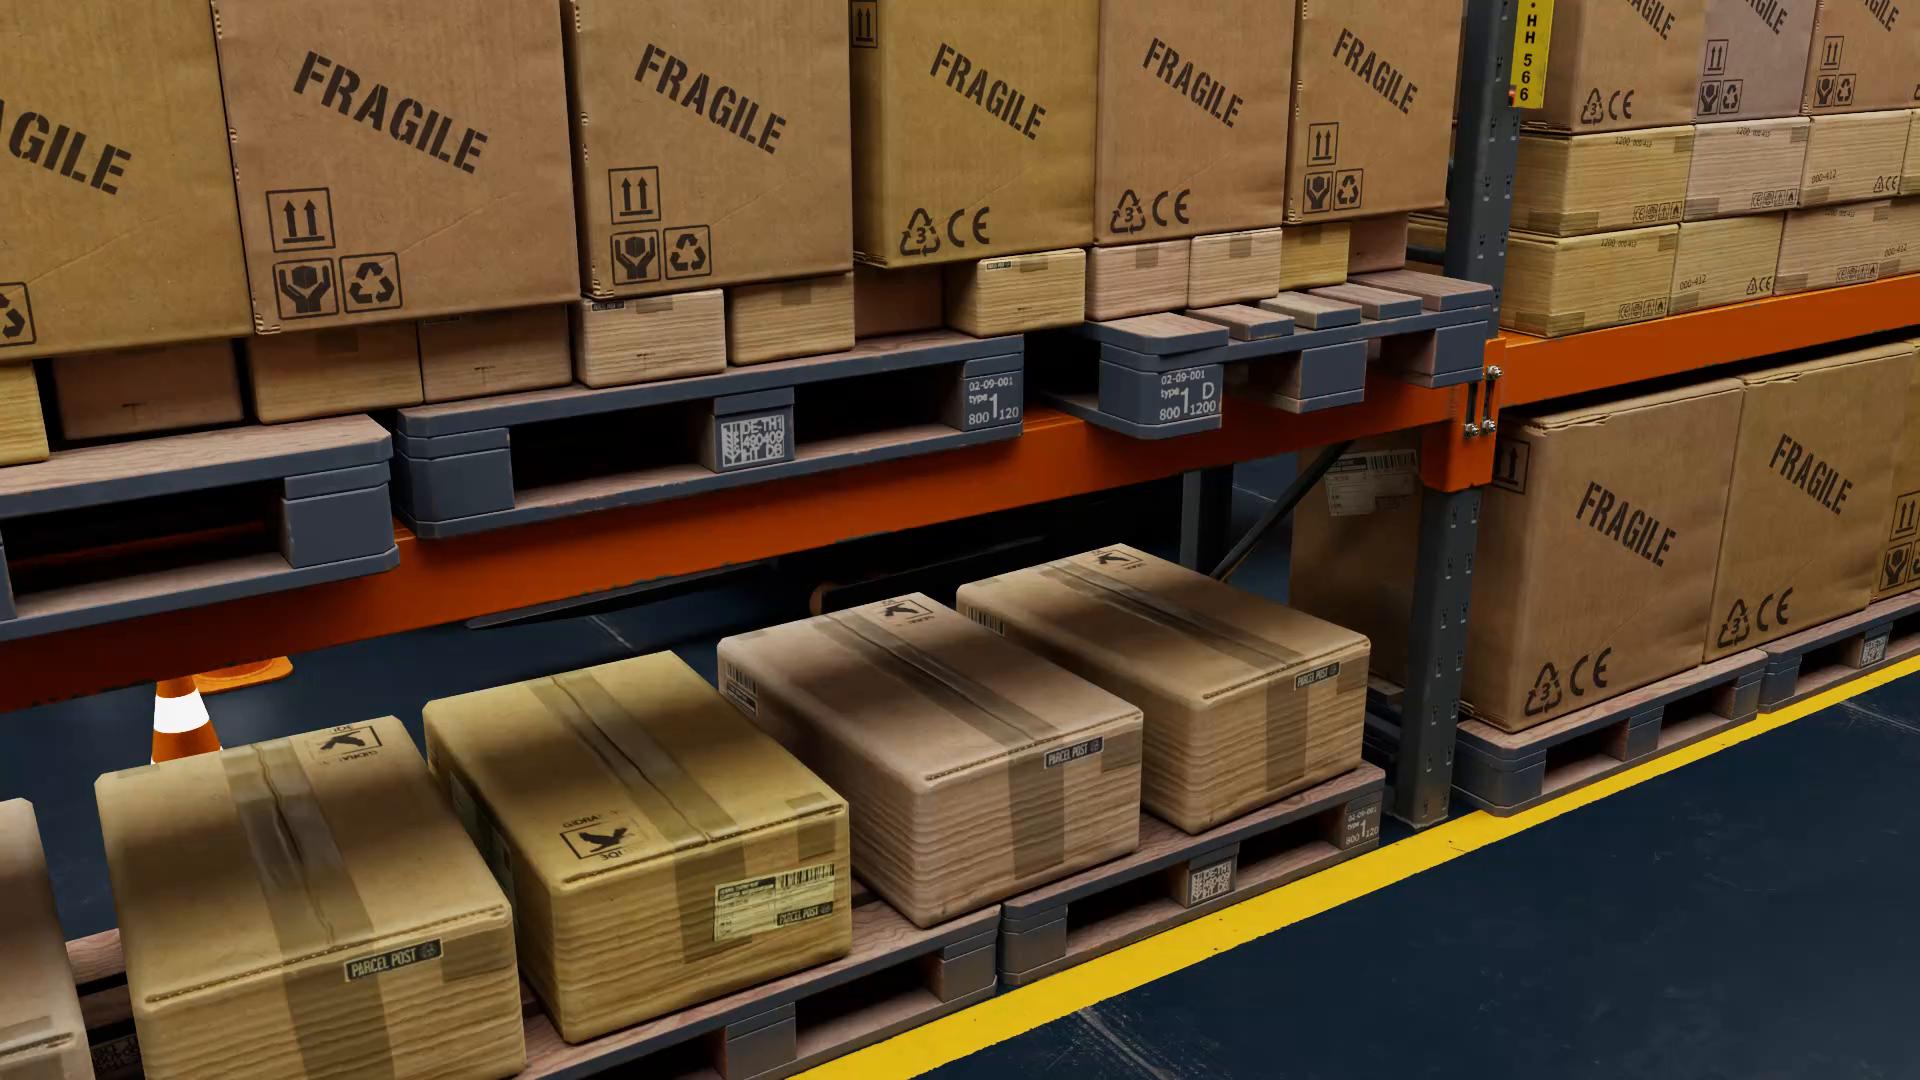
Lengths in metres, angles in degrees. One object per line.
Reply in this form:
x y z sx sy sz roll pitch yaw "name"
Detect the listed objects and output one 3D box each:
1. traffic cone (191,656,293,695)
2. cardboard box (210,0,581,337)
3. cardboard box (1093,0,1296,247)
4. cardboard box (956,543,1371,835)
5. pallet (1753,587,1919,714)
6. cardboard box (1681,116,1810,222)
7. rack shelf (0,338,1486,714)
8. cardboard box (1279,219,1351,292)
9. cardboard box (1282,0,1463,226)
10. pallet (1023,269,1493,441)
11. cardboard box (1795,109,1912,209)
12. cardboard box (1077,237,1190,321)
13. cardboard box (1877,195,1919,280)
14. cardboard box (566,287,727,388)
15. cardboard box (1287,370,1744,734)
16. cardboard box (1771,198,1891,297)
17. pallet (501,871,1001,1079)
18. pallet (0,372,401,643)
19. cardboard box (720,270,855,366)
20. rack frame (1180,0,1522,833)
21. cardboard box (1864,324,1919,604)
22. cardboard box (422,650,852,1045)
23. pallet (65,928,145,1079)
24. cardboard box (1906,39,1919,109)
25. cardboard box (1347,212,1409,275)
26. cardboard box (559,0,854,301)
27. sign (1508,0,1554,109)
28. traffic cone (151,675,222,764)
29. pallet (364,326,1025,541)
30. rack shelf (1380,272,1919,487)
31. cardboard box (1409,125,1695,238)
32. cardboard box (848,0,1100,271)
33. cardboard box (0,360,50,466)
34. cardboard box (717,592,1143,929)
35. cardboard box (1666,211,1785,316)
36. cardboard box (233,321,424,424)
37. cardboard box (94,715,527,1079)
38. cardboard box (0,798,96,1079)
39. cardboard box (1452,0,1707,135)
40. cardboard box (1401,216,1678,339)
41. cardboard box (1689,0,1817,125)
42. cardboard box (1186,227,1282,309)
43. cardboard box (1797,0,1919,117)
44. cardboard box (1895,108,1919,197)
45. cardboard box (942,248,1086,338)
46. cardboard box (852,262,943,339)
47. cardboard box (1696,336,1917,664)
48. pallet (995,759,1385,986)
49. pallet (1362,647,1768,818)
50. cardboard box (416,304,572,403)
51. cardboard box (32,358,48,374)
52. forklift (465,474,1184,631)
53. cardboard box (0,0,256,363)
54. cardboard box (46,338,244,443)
-2.390 0.211 5.397 0.334 0.463 0.336 -12 22 -31 "traffic cone"
-0.960 -0.644 2.689 0.500 0.500 0.500 -12 22 -32 "cardboard box"
0.341 -0.922 3.513 0.500 0.500 0.500 -12 22 -32 "cardboard box"
0.516 0.359 4.446 0.625 0.372 0.950 -14 23 -35 "cardboard box"
2.711 0.205 5.808 1.213 0.211 1.003 -12 22 -31 "pallet"
1.984 -1.063 4.660 0.500 0.250 0.500 -11 22 -30 "cardboard box"
-0.677 -0.090 3.452 4.000 0.370 1.077 -12 22 -31 "rack shelf"
0.665 -0.676 3.798 0.250 0.149 0.380 -12 22 -31 "cardboard box"
0.766 -1.016 3.791 0.500 0.500 0.500 -13 22 -33 "cardboard box"
0.457 -0.539 3.954 1.003 0.211 1.213 -12 22 -31 "pallet"
2.408 -1.148 4.910 0.500 0.250 0.500 -12 22 -32 "cardboard box"
0.264 -0.578 3.506 0.250 0.149 0.380 -13 23 -34 "cardboard box"
2.811 -1.005 5.269 0.500 0.250 0.500 -12 22 -31 "cardboard box"
-0.608 -0.394 2.963 0.250 0.149 0.380 -11 22 -29 "cardboard box"
1.616 -0.075 4.946 0.875 0.875 0.875 -12 22 -32 "cardboard box"
2.401 -0.917 5.009 0.500 0.250 0.500 -11 22 -30 "cardboard box"
-0.678 0.888 3.788 1.213 0.211 1.003 -12 22 -31 "pallet"
-1.629 -0.084 2.609 1.213 0.211 1.003 -12 22 -31 "pallet"
-0.402 -0.449 3.125 0.250 0.149 0.380 -13 22 -33 "cardboard box"
0.993 -0.784 4.379 0.127 3.000 1.000 -12 22 -31 "rack frame"
3.110 -0.389 5.873 0.875 0.875 0.875 -11 22 -30 "cardboard box"
-0.733 0.623 3.665 0.625 0.372 0.950 -11 22 -30 "cardboard box"
-1.698 1.104 3.148 1.213 0.211 1.003 -12 22 -31 "pallet"
2.812 -1.591 5.050 0.500 0.500 0.500 -12 22 -31 "cardboard box"
0.849 -0.743 3.995 0.250 0.149 0.380 -11 22 -29 "cardboard box"
-0.537 -0.737 2.966 0.500 0.500 0.500 -13 23 -34 "cardboard box"
1.300 -1.151 3.782 0.005 0.325 0.100 -12 22 -31 "sign"
-2.082 0.530 4.455 0.334 0.463 0.336 -12 22 -31 "traffic cone"
-0.638 -0.333 3.346 1.213 0.211 1.003 -12 22 -31 "pallet"
2.664 -0.795 5.536 4.000 0.370 1.077 -12 22 -31 "rack shelf"
1.552 -0.973 4.391 0.500 0.250 0.500 -12 22 -32 "cardboard box"
-0.080 -0.833 3.249 0.500 0.500 0.500 -14 23 -35 "cardboard box"
-1.499 -0.213 2.429 0.250 0.149 0.380 -11 22 -30 "cardboard box"
-0.096 0.491 4.055 0.625 0.372 0.950 -12 22 -32 "cardboard box"
1.959 -0.827 4.740 0.500 0.250 0.500 -13 22 -33 "cardboard box"
-1.066 -0.318 2.738 0.250 0.149 0.380 -12 22 -31 "cardboard box"
-1.312 0.746 3.301 0.625 0.372 0.950 -10 21 -28 "cardboard box"
-1.911 0.874 2.924 0.625 0.372 0.950 -12 22 -31 "cardboard box"
1.540 -1.326 4.266 0.500 0.500 0.500 -13 22 -33 "cardboard box"
1.540 -0.731 4.459 0.500 0.250 0.500 -12 22 -32 "cardboard box"
1.949 -1.416 4.532 0.500 0.500 0.500 -12 22 -31 "cardboard box"
0.479 -0.620 3.631 0.250 0.149 0.380 -12 22 -32 "cardboard box"
2.389 -1.503 4.790 0.500 0.500 0.500 -11 22 -30 "cardboard box"
2.838 -1.234 5.164 0.500 0.250 0.500 -11 22 -30 "cardboard box"
0.042 -0.525 3.352 0.250 0.149 0.380 -11 22 -30 "cardboard box"
-0.237 -0.515 3.321 0.250 0.149 0.380 -12 22 -31 "cardboard box"
2.363 -0.231 5.407 0.875 0.875 0.875 -12 22 -31 "cardboard box"
0.340 0.675 4.419 1.213 0.211 1.003 -12 22 -31 "pallet"
1.693 0.419 5.177 1.213 0.211 1.003 -12 22 -31 "pallet"
-0.859 -0.361 2.865 0.250 0.149 0.380 -12 22 -31 "cardboard box"
-1.644 -0.420 3.040 0.250 0.149 0.380 -12 22 -32 "cardboard box"
-0.509 -1.270 5.924 3.031 2.935 1.130 -13 23 -34 "forklift"
-1.380 -0.560 2.443 0.500 0.500 0.500 -12 22 -31 "cardboard box"
-1.304 -0.284 2.637 0.250 0.149 0.380 -10 21 -28 "cardboard box"
